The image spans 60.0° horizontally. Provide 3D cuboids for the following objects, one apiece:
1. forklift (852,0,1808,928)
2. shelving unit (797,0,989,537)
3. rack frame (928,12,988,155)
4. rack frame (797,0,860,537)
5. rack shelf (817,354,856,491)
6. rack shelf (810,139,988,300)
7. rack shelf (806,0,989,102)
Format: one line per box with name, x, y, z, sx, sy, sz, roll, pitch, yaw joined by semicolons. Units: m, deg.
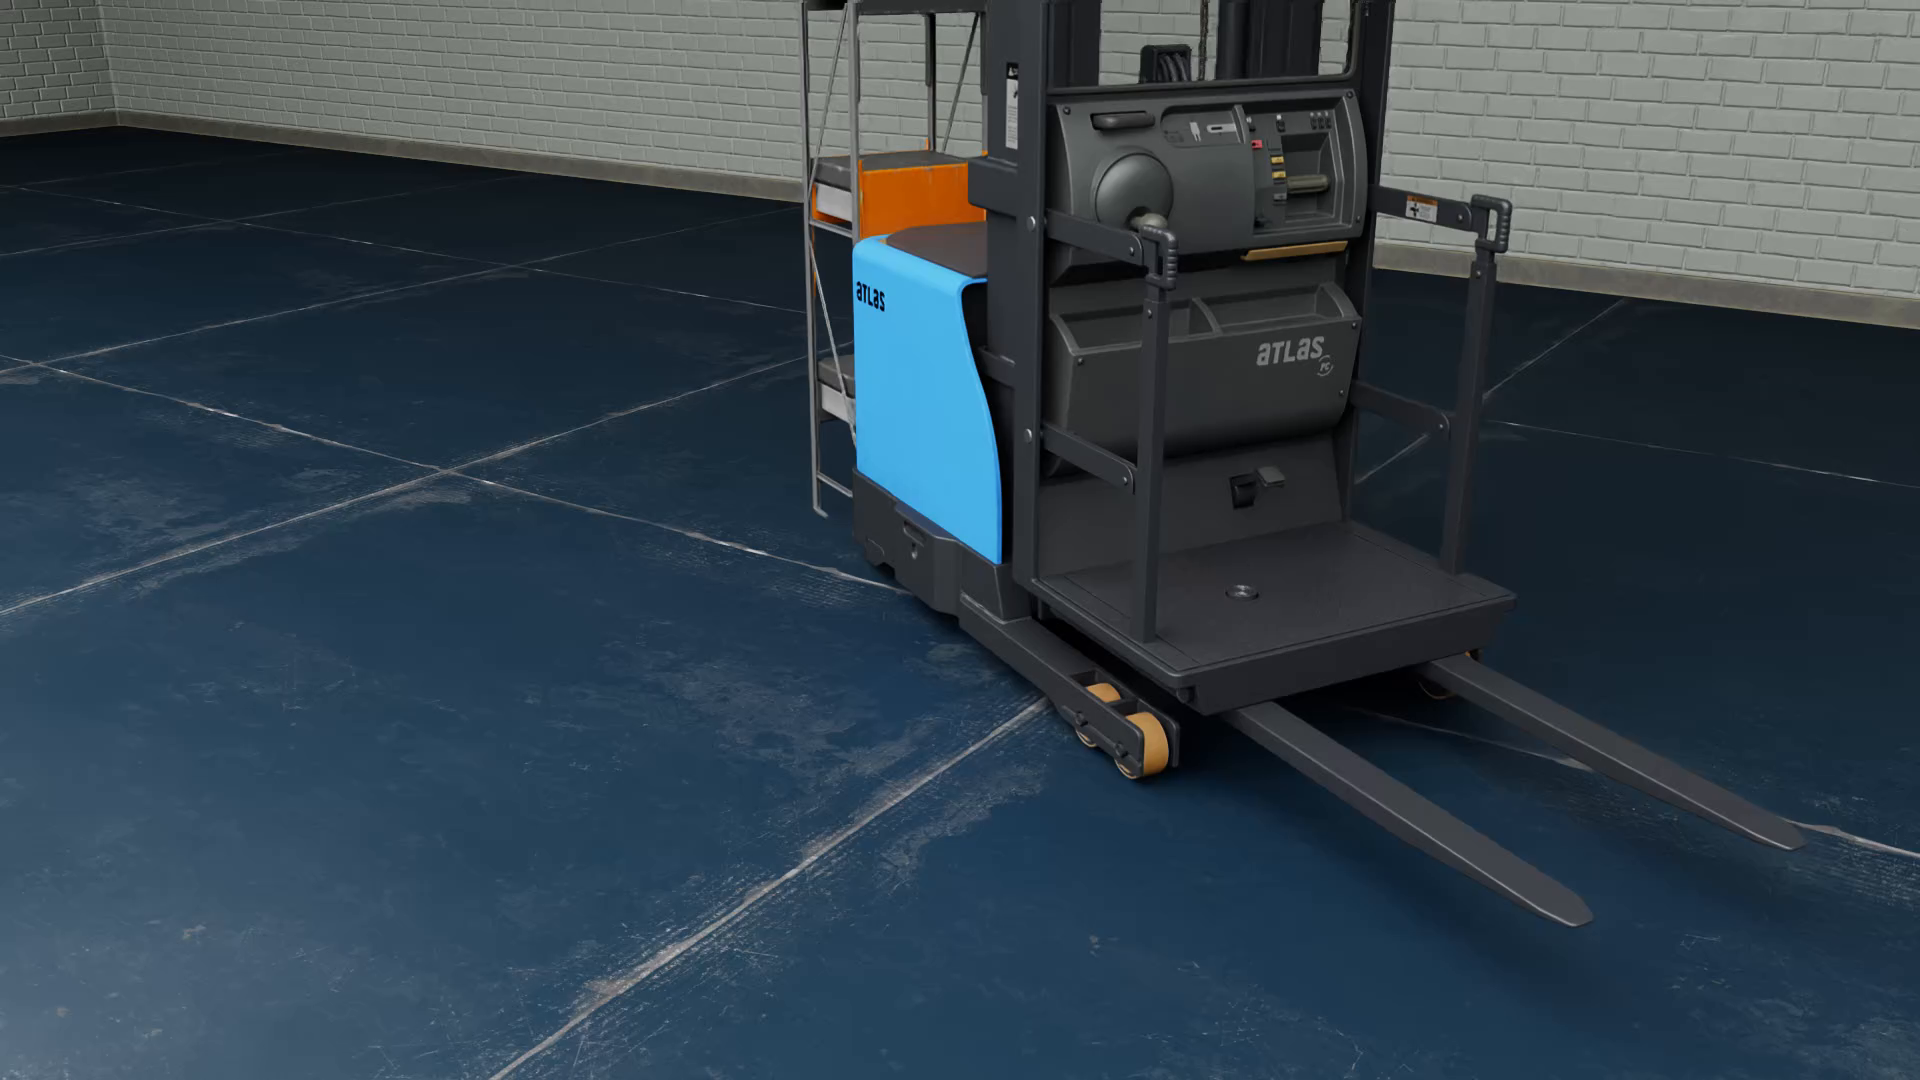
forklift;0.764;-0.954;4.119;1.130;2.935;3.031;-10;23;-25
shelving unit;-0.216;-1.077;5.651;0.503;2.100;0.431;-11;23;-28
rack frame;-0.005;-1.120;5.766;0.015;2.100;0.400;-11;23;-28
rack frame;-0.427;-1.035;5.536;0.015;2.100;0.400;-11;23;-28
rack shelf;-0.216;-0.408;5.899;0.480;0.518;0.431;-11;23;-28
rack shelf;-0.216;-1.065;5.656;0.480;0.518;0.431;-11;23;-28
rack shelf;-0.216;-1.721;5.413;0.480;0.518;0.431;-11;23;-28
